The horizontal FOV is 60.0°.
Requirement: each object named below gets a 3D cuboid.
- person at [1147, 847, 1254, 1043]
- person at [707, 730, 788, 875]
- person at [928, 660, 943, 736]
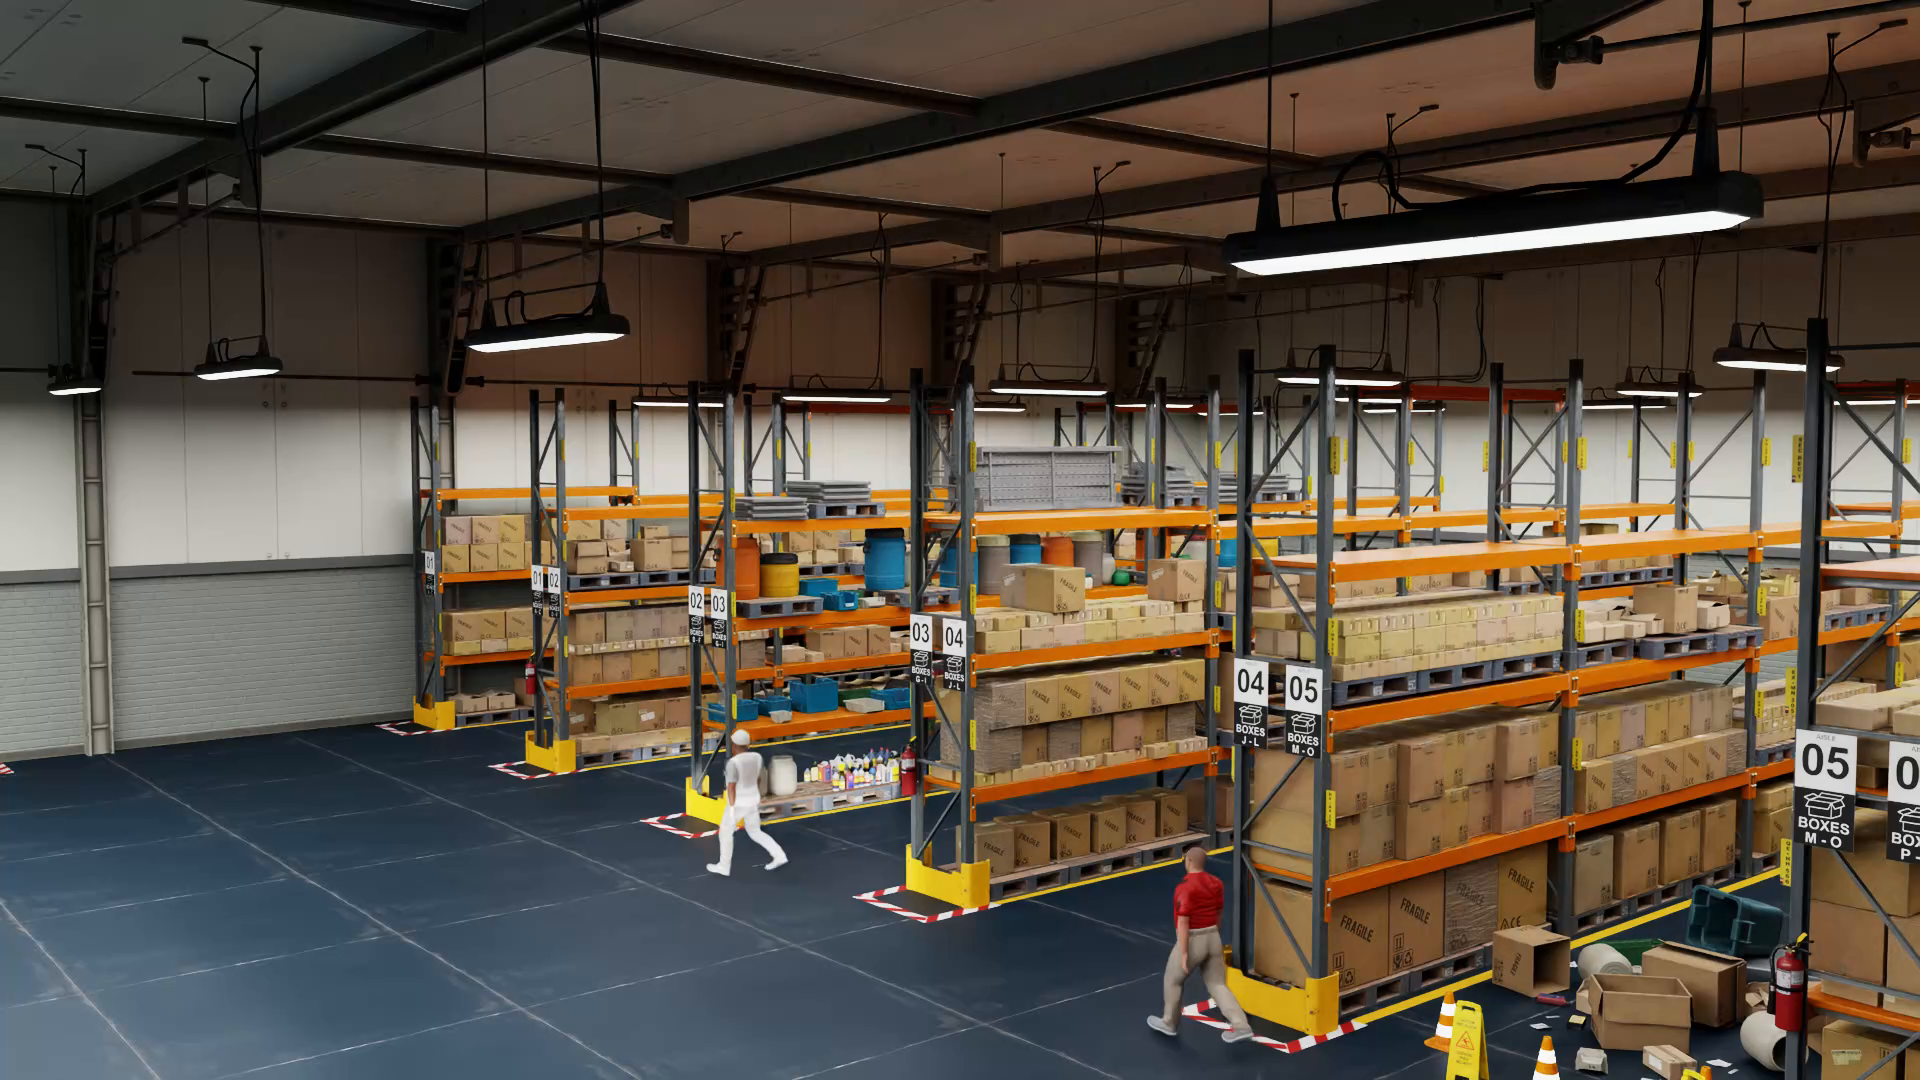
[{"bbox_3d":[2.050,3.471,14.259,0.540,1.678,1.047,-3,4,-37],"label":"person"},{"bbox_3d":[-2.546,3.121,19.724,1.006,1.750,0.563,1,4,23],"label":"person"},{"bbox_3d":[-0.380,2.565,29.231,0.746,1.829,0.551,-3,4,-39],"label":"person"}]
